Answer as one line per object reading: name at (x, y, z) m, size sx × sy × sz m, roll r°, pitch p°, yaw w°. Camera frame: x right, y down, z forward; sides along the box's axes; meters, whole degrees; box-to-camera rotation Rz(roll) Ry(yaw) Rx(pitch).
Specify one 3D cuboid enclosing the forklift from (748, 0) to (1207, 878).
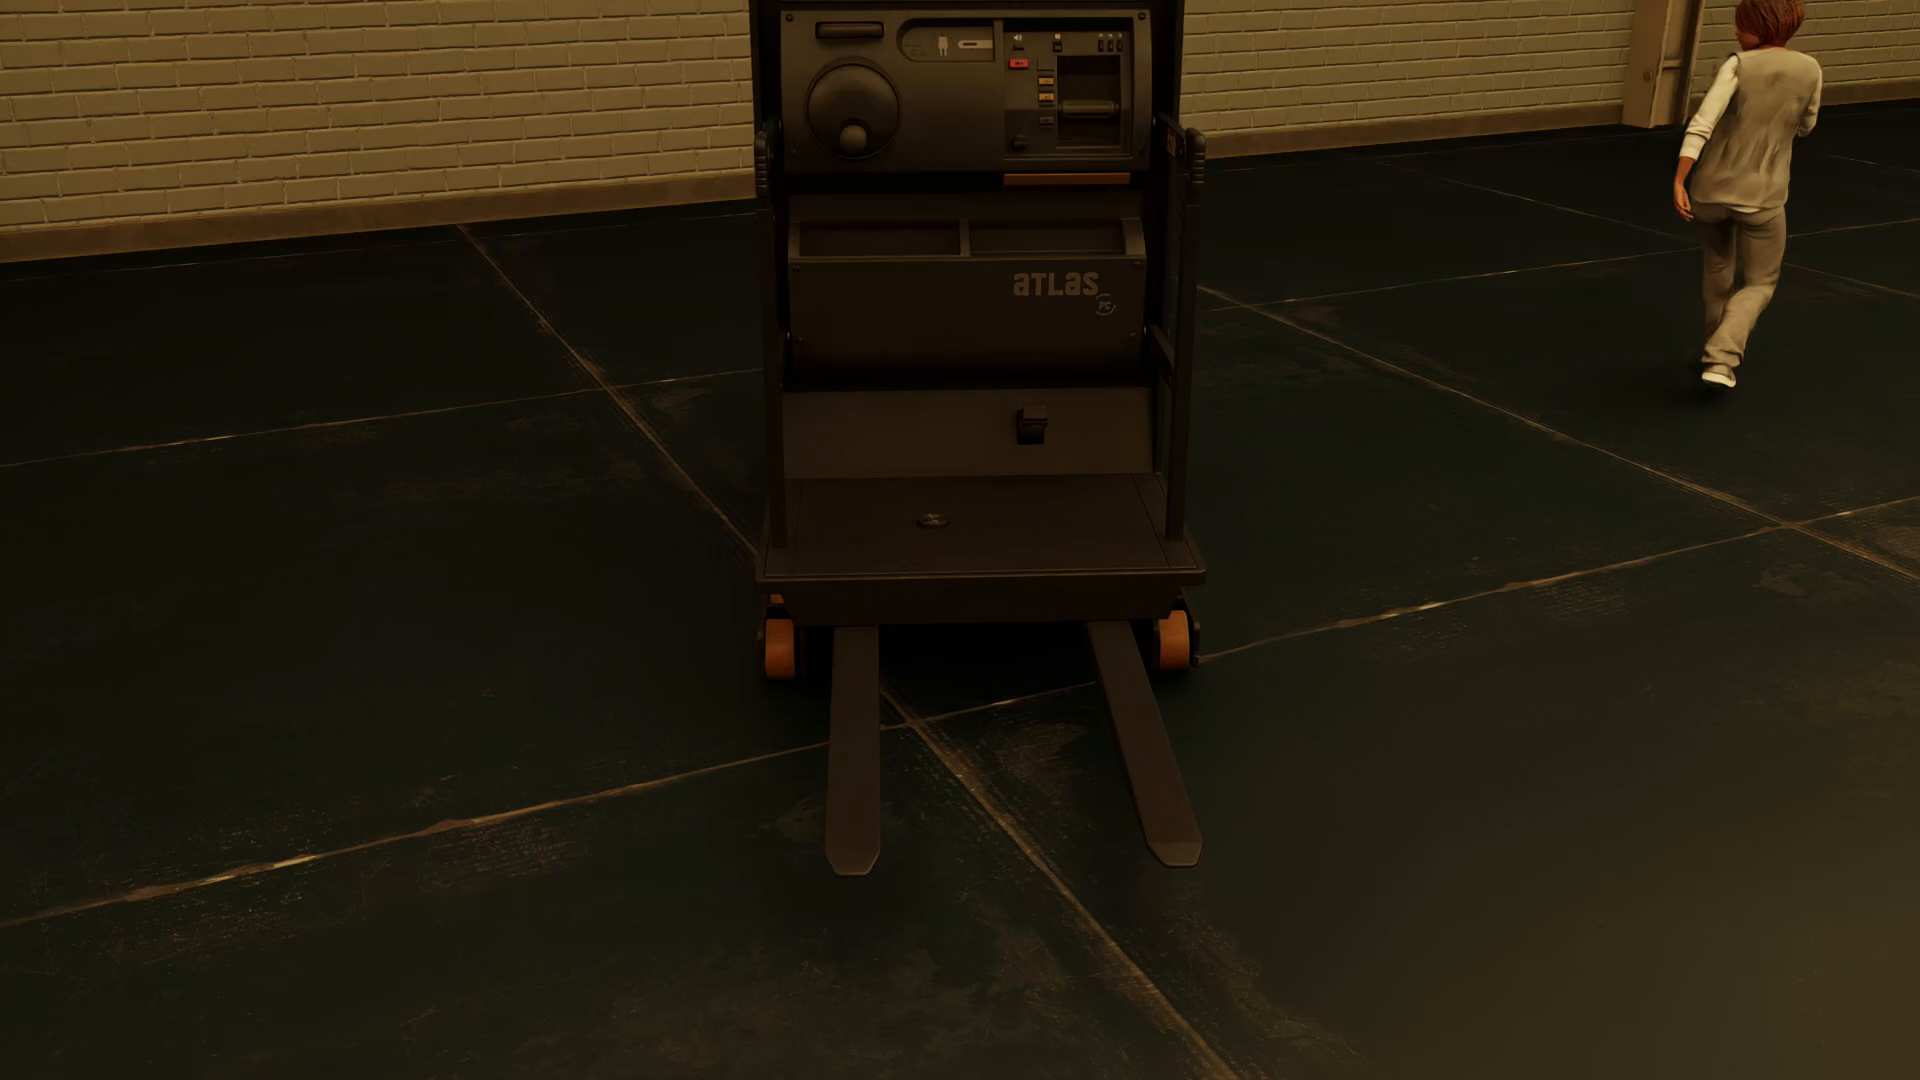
forklift at (0.030, -1.120, 3.982) m, size 1.130 × 2.935 × 3.031 m, roll -1°, pitch 23°, yaw -3°

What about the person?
person at (2.985, -1.327, 6.374) m, size 0.438 × 1.518 × 0.794 m, roll 11°, pitch 25°, yaw 24°
